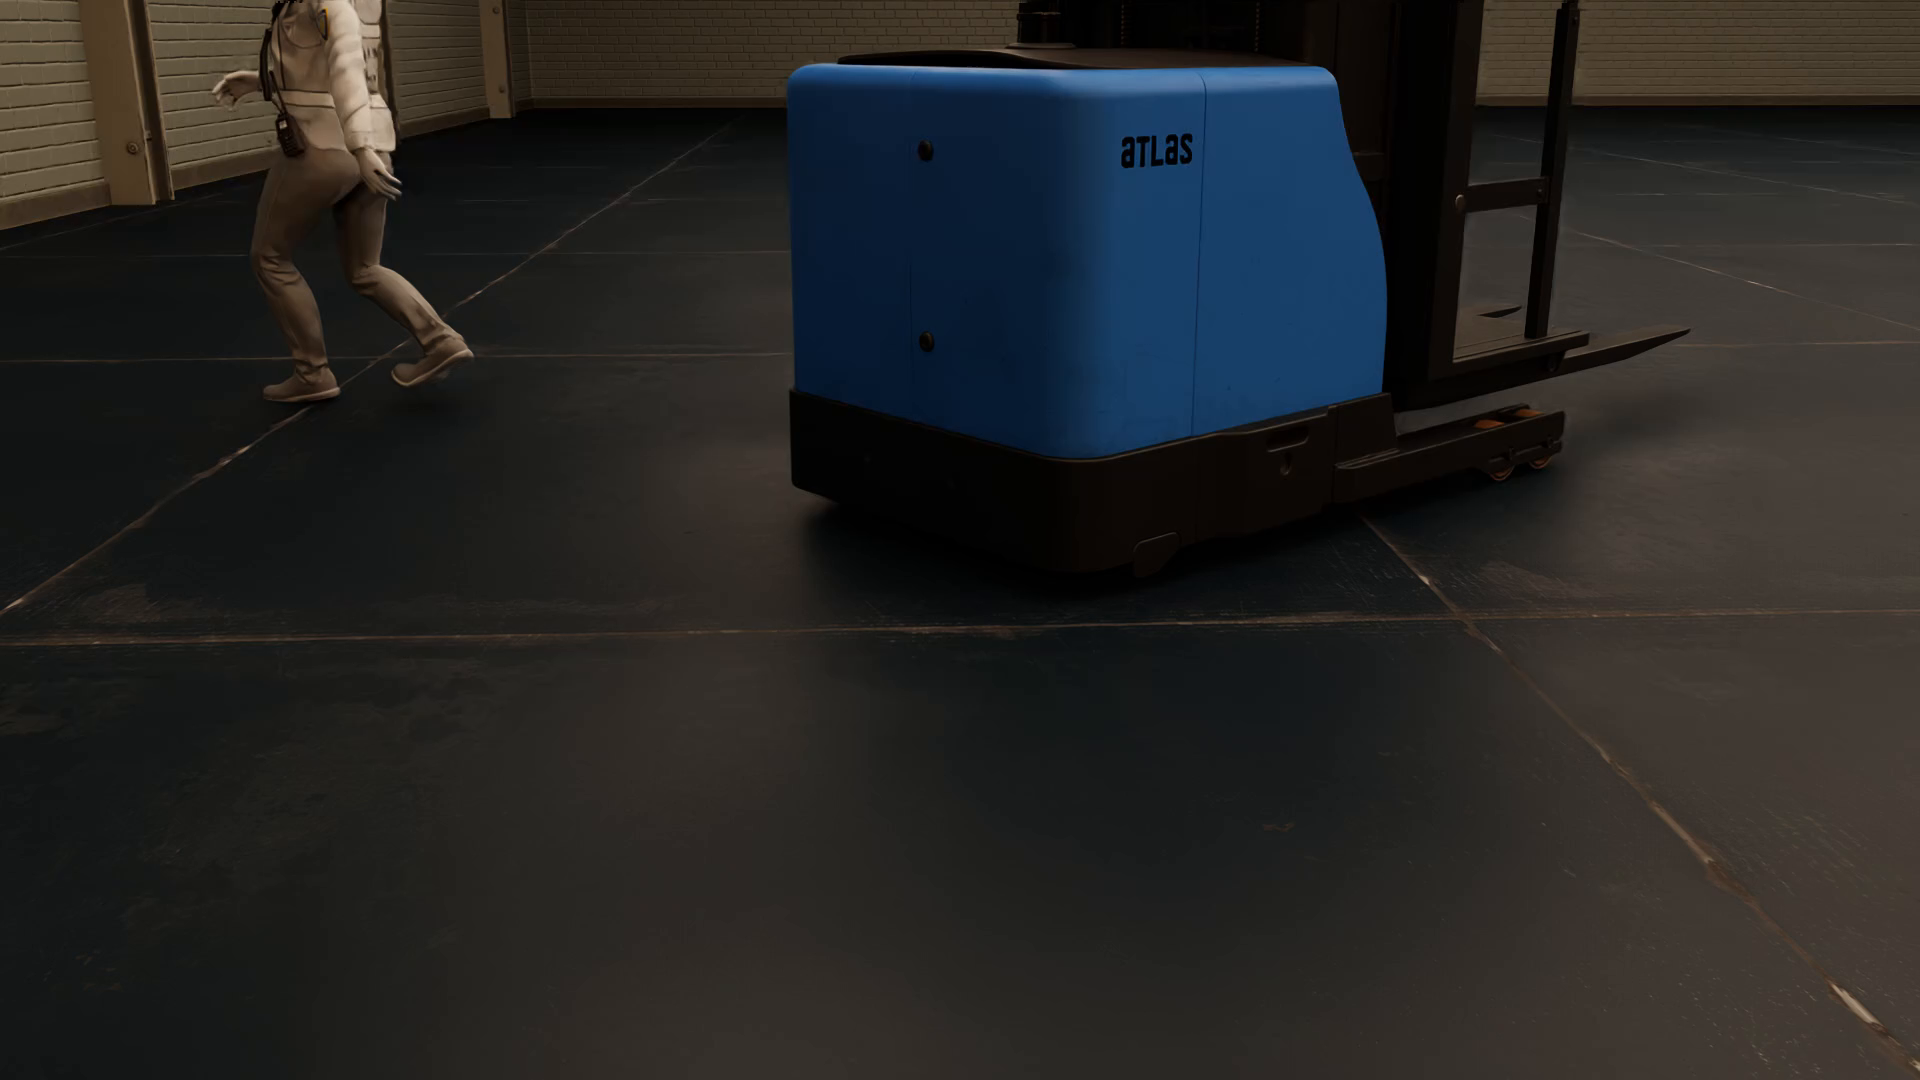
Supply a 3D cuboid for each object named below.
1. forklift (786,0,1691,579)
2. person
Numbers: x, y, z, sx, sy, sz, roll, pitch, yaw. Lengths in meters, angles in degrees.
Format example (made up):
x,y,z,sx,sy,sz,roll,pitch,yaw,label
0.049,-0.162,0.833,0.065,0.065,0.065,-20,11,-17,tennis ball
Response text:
x,y,z,sx,sy,sz,roll,pitch,yaw,label
1.021,-1.659,4.329,3.031,2.935,1.130,-14,22,-39,forklift
-1.925,-1.183,5.122,0.770,1.591,0.535,6,18,18,person
